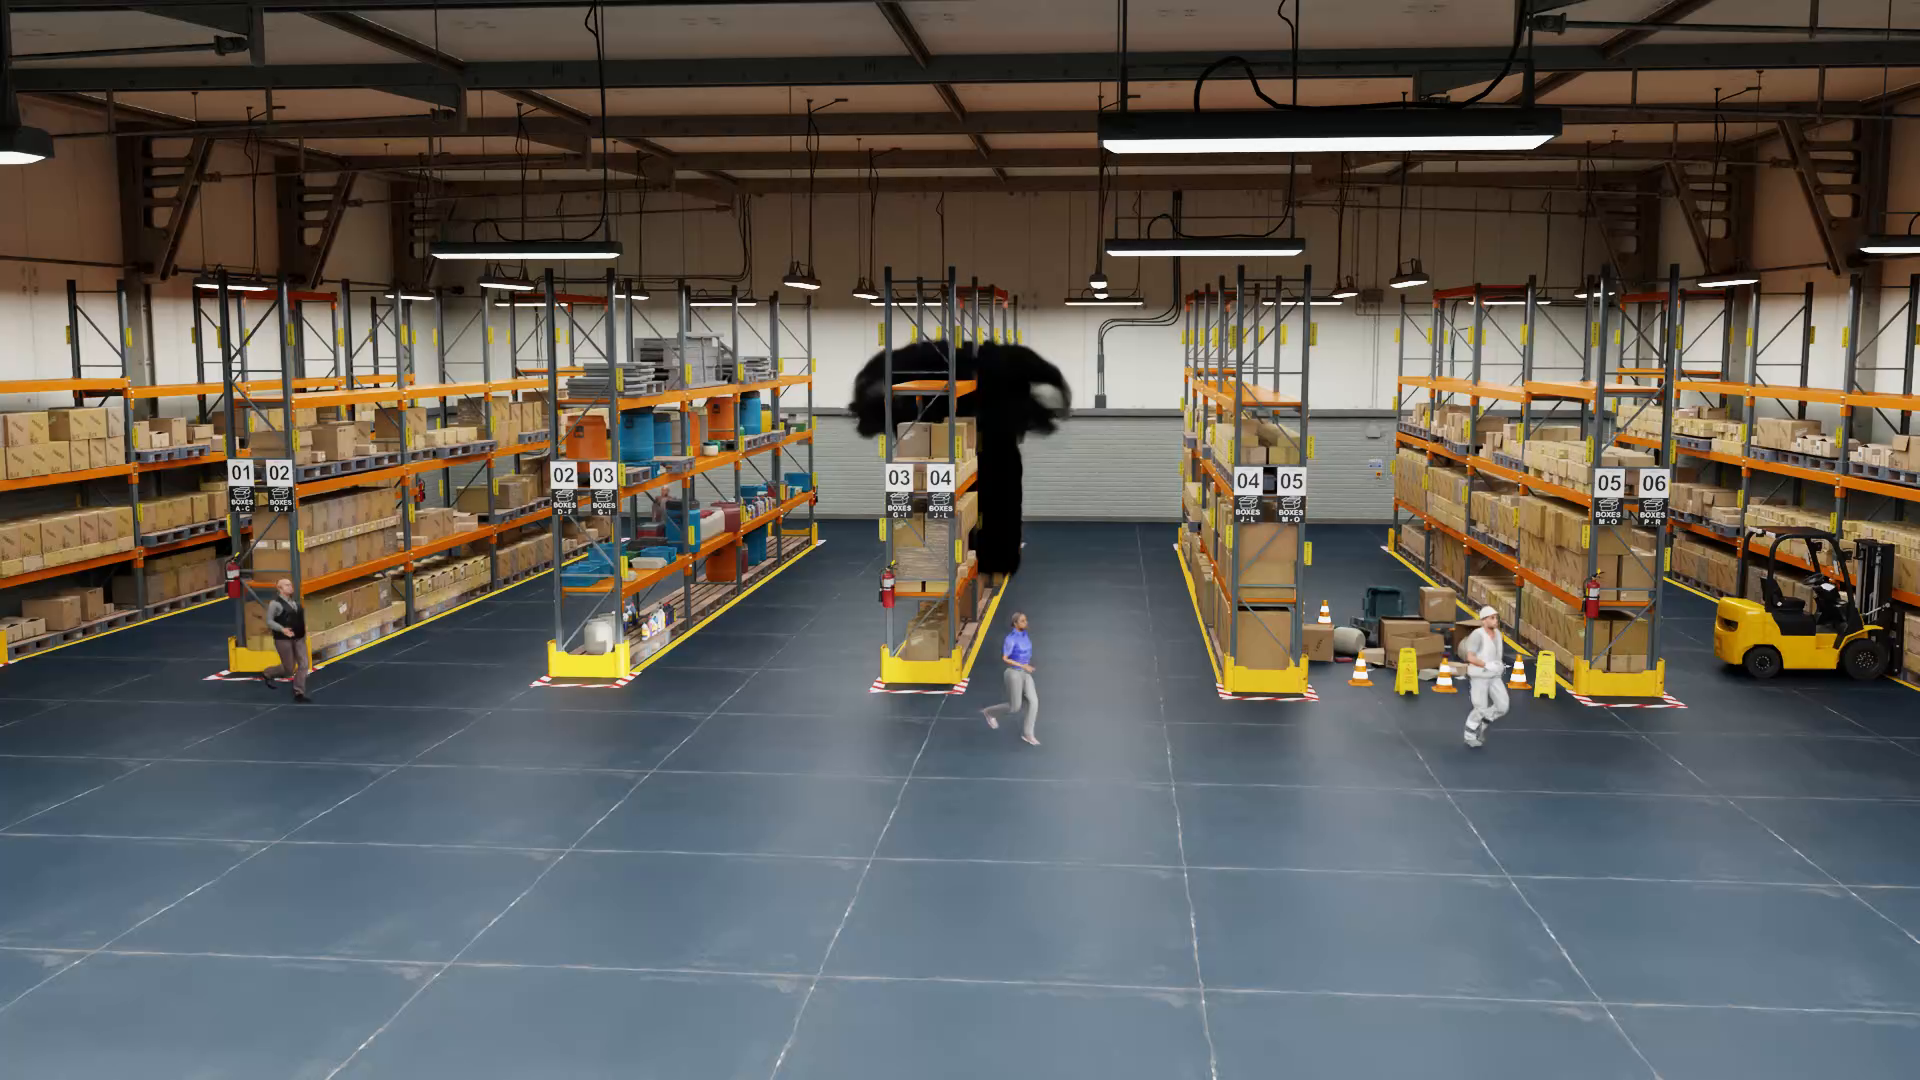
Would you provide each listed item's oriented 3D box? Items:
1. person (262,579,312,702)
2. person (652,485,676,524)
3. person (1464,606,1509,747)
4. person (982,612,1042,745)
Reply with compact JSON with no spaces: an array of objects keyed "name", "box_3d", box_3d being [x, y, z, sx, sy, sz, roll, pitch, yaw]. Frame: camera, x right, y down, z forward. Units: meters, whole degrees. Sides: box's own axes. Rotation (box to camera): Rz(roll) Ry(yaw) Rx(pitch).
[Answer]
[{"name":"person","box_3d":[-9.319,1.381,23.041,0.798,1.700,0.663,3,8,26]},{"name":"person","box_3d":[-6.439,-0.204,36.366,0.705,1.596,1.047,1,7,6]},{"name":"person","box_3d":[6.468,1.675,20.265,0.697,1.746,0.624,-4,8,-28]},{"name":"person","box_3d":[0.673,1.712,20.689,0.811,1.672,0.586,5,8,33]}]
